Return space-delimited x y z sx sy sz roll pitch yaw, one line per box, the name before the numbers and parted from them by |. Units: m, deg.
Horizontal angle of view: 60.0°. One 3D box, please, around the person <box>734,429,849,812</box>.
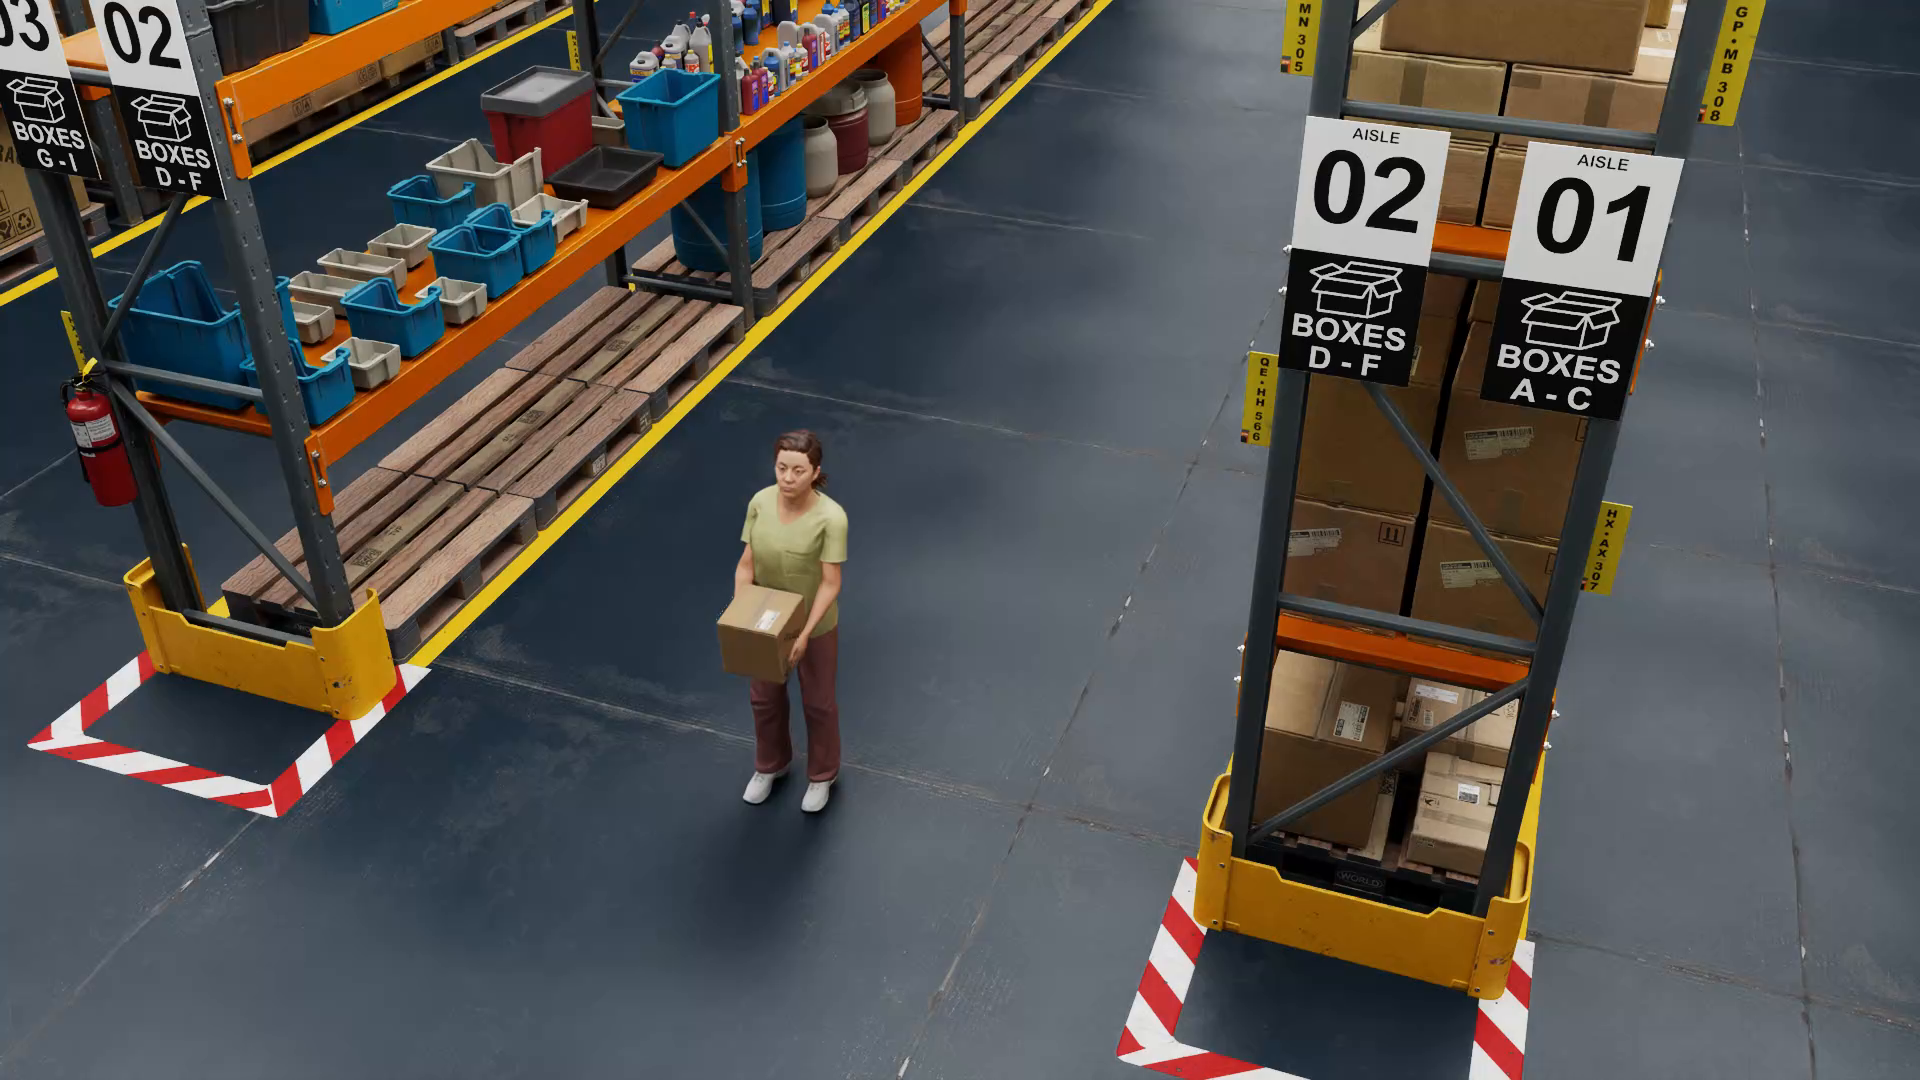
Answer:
person | -0.664 0.360 6.595 0.439 1.674 0.537 11 35 16
